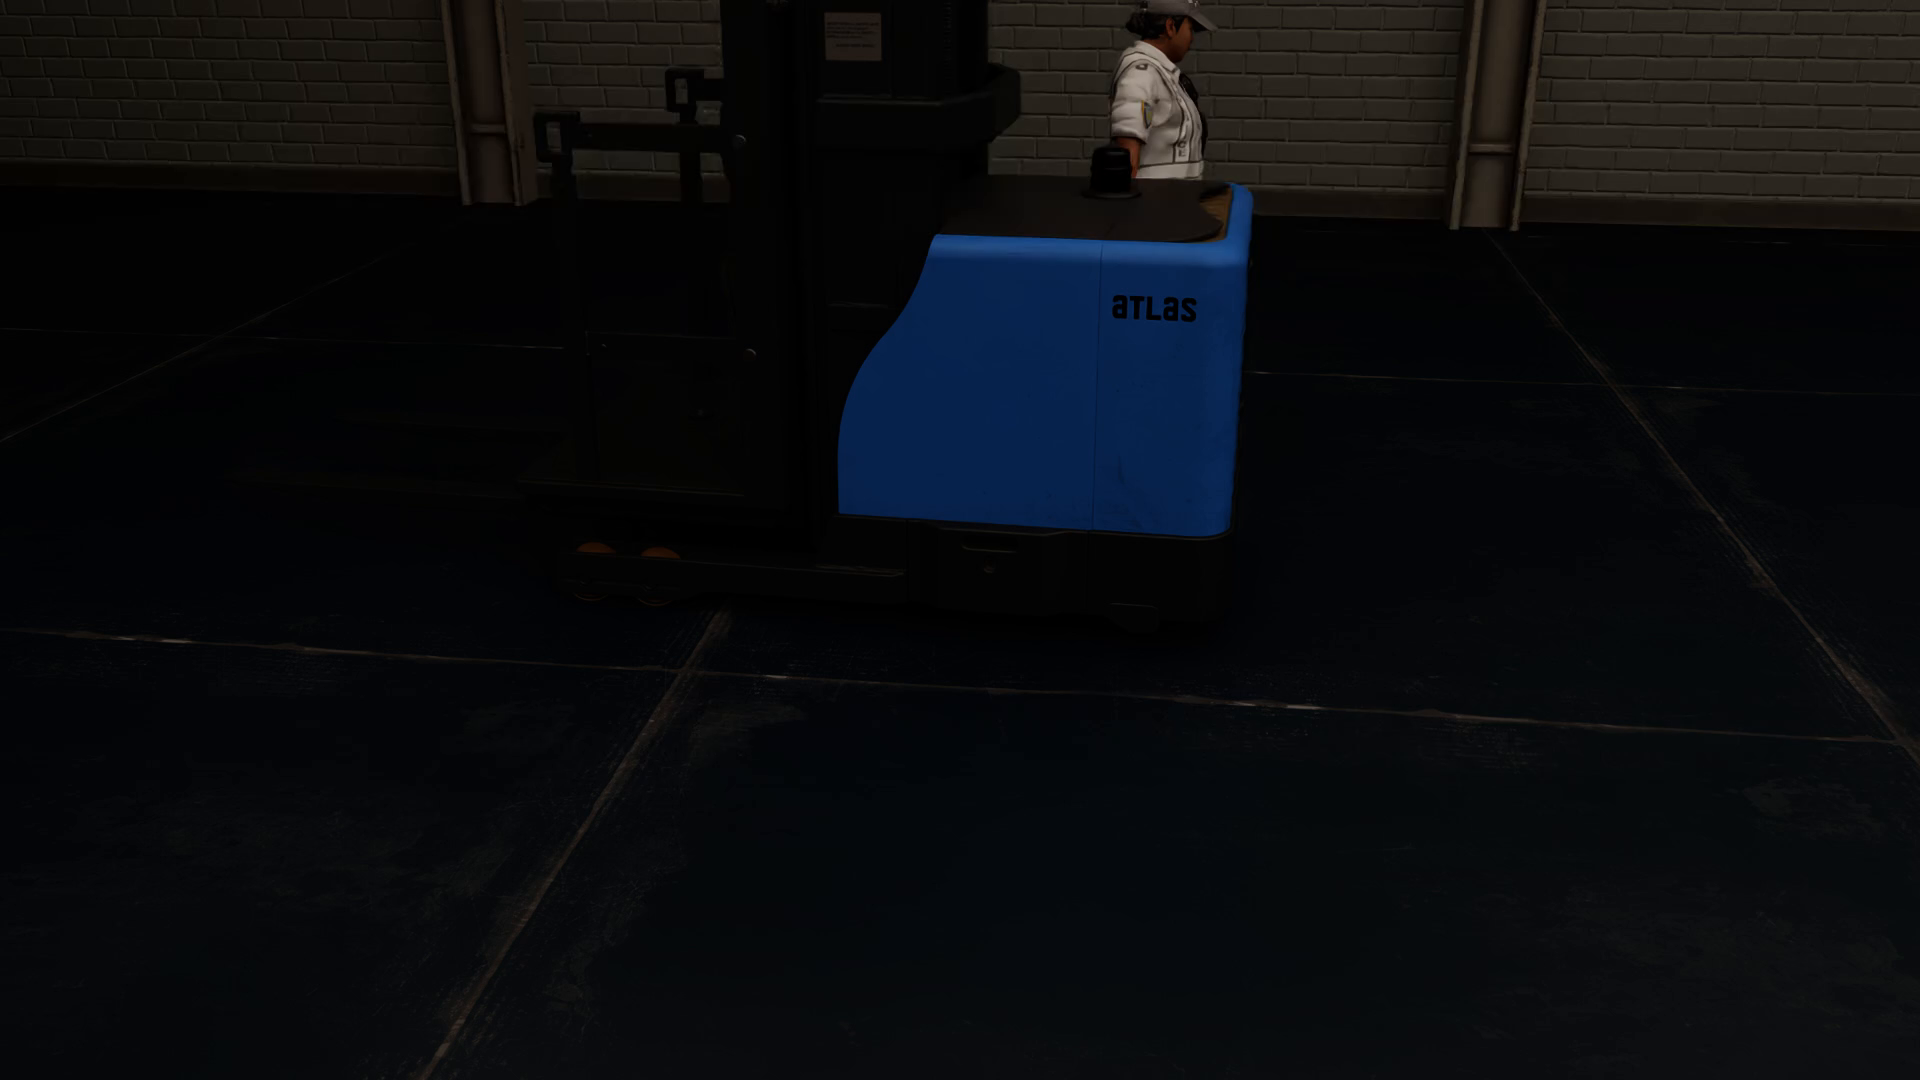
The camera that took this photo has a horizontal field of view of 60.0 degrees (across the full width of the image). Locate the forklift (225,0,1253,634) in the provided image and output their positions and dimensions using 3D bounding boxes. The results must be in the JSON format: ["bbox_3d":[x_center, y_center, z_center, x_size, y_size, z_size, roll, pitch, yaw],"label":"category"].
[{"bbox_3d":[-0.684,-1.360,4.630,3.031,2.935,1.130,4,22,10],"label":"forklift"}]

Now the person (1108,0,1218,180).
[{"bbox_3d":[0.660,-1.131,5.889,0.460,1.595,0.807,5,22,12],"label":"person"}]
